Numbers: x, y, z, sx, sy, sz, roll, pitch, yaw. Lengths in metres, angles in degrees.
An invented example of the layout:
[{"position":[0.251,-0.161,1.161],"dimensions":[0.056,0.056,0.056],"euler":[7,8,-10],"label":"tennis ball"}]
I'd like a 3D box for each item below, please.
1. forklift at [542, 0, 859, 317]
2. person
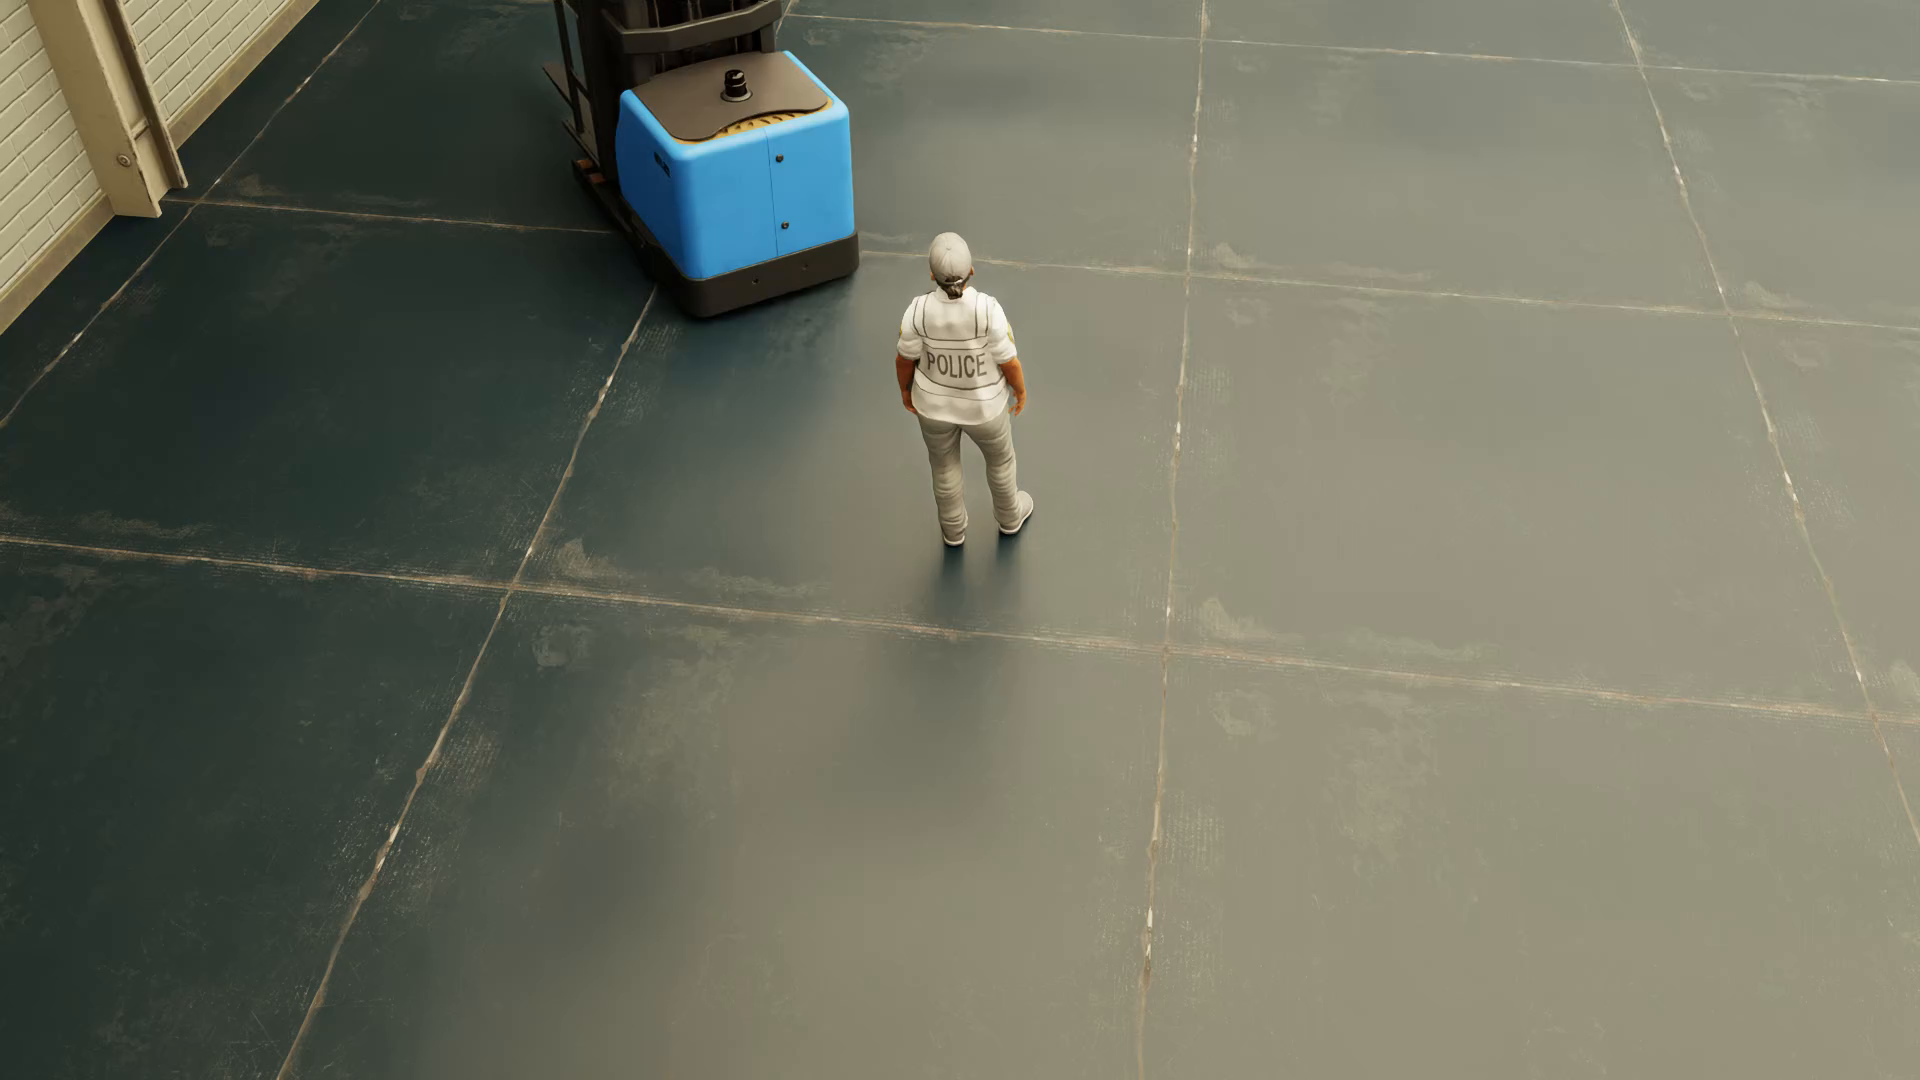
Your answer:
[{"position":[-1.732,-3.288,9.303],"dimensions":[1.130,2.935,3.031],"euler":[-21,46,-21],"label":"forklift"},{"position":[0.033,-0.669,7.375],"dimensions":[0.598,1.670,0.529],"euler":[5,43,6],"label":"person"}]
